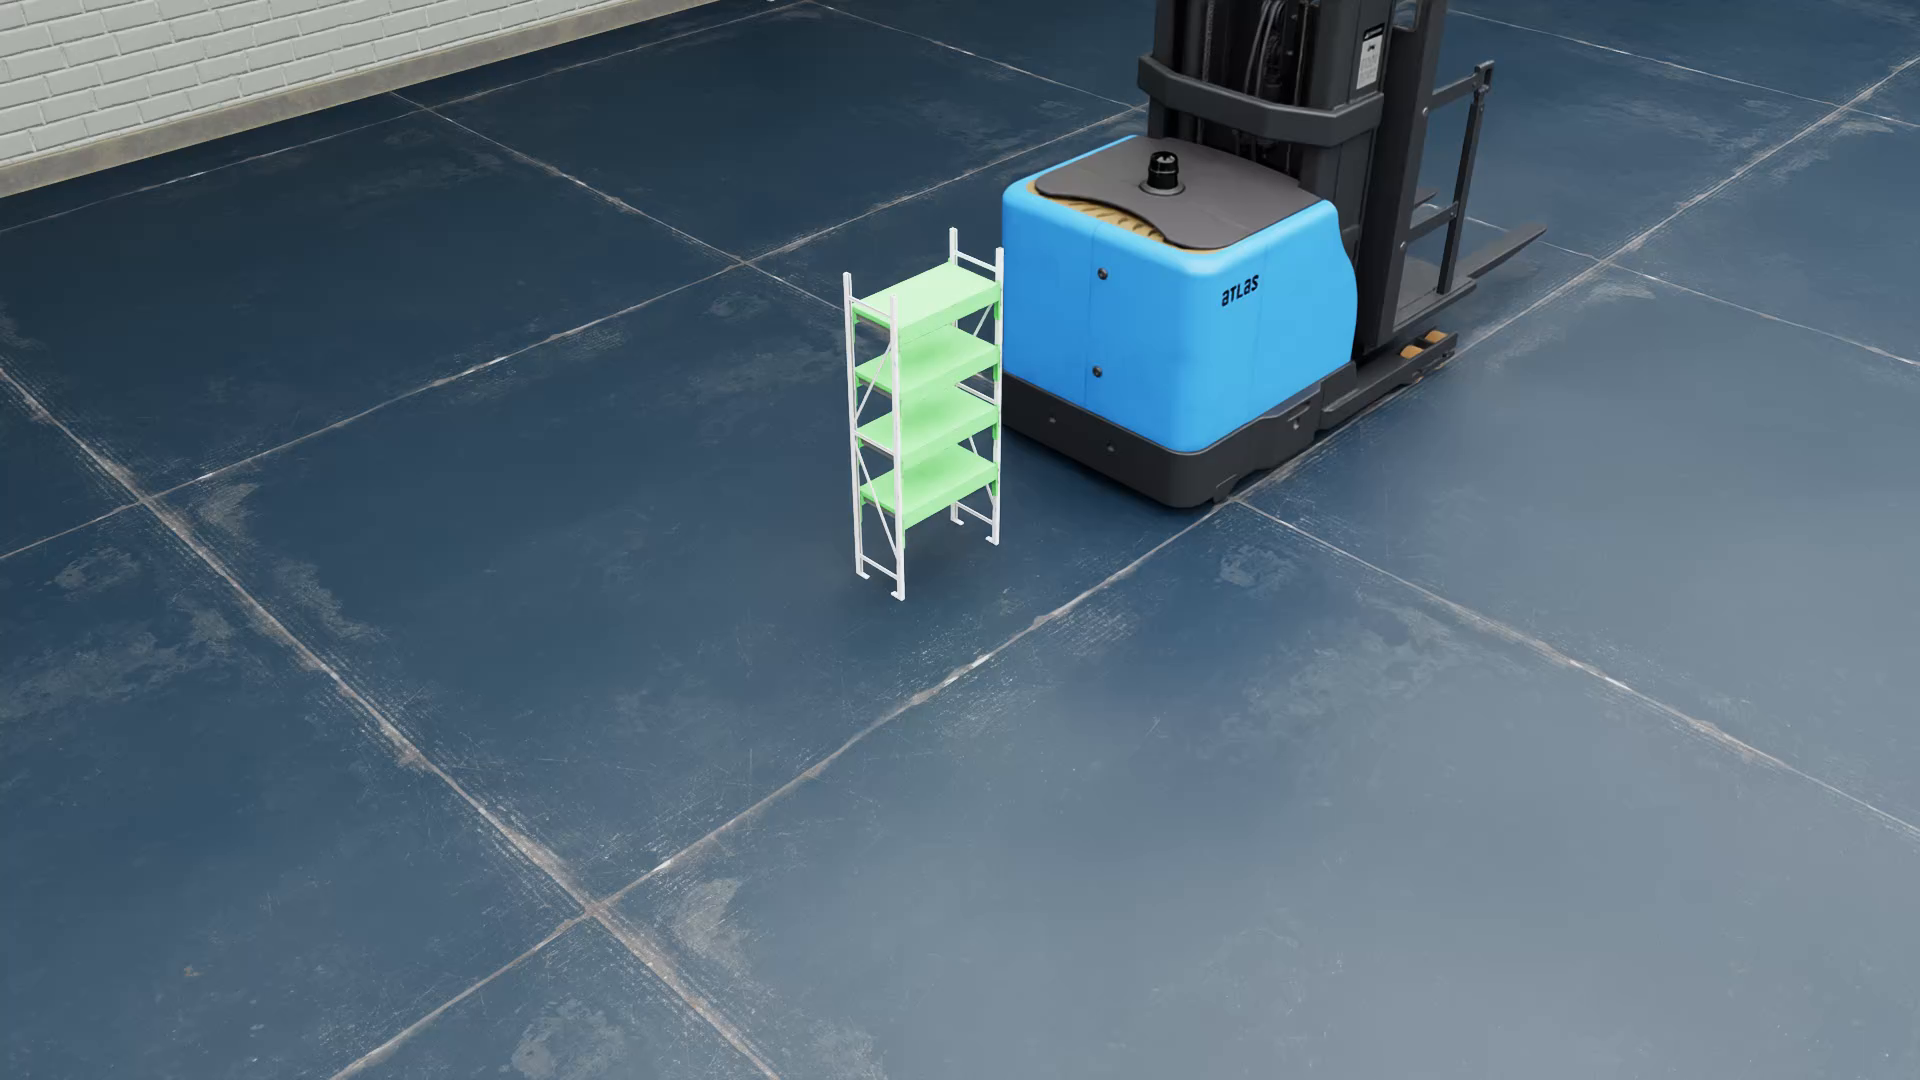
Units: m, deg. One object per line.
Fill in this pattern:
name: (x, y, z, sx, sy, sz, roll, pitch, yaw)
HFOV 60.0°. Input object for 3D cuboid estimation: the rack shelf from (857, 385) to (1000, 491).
rack shelf: (-0.117, -0.373, 5.847, 0.258, 0.148, 0.480, 30, 45, 35)

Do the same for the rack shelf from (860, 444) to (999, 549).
rack shelf: (-0.117, -0.176, 5.984, 0.258, 0.148, 0.480, 30, 45, 35)

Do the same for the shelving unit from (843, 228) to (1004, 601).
shelving unit: (-0.117, -0.425, 5.810, 0.258, 1.200, 0.503, 30, 45, 35)

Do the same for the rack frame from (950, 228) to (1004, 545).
rack frame: (0.055, -0.524, 5.952, 0.240, 1.200, 0.015, 30, 45, 35)

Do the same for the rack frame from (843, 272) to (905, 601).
rack frame: (-0.289, -0.326, 5.668, 0.240, 1.200, 0.015, 30, 45, 35)

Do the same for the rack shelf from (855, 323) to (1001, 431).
rack shelf: (-0.117, -0.569, 5.710, 0.258, 0.148, 0.480, 30, 45, 35)

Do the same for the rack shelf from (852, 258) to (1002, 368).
rack shelf: (-0.117, -0.766, 5.572, 0.258, 0.148, 0.480, 30, 45, 35)

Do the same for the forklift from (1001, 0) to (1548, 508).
forklift: (1.541, -2.064, 6.648, 1.130, 2.935, 3.031, 30, 45, 35)
